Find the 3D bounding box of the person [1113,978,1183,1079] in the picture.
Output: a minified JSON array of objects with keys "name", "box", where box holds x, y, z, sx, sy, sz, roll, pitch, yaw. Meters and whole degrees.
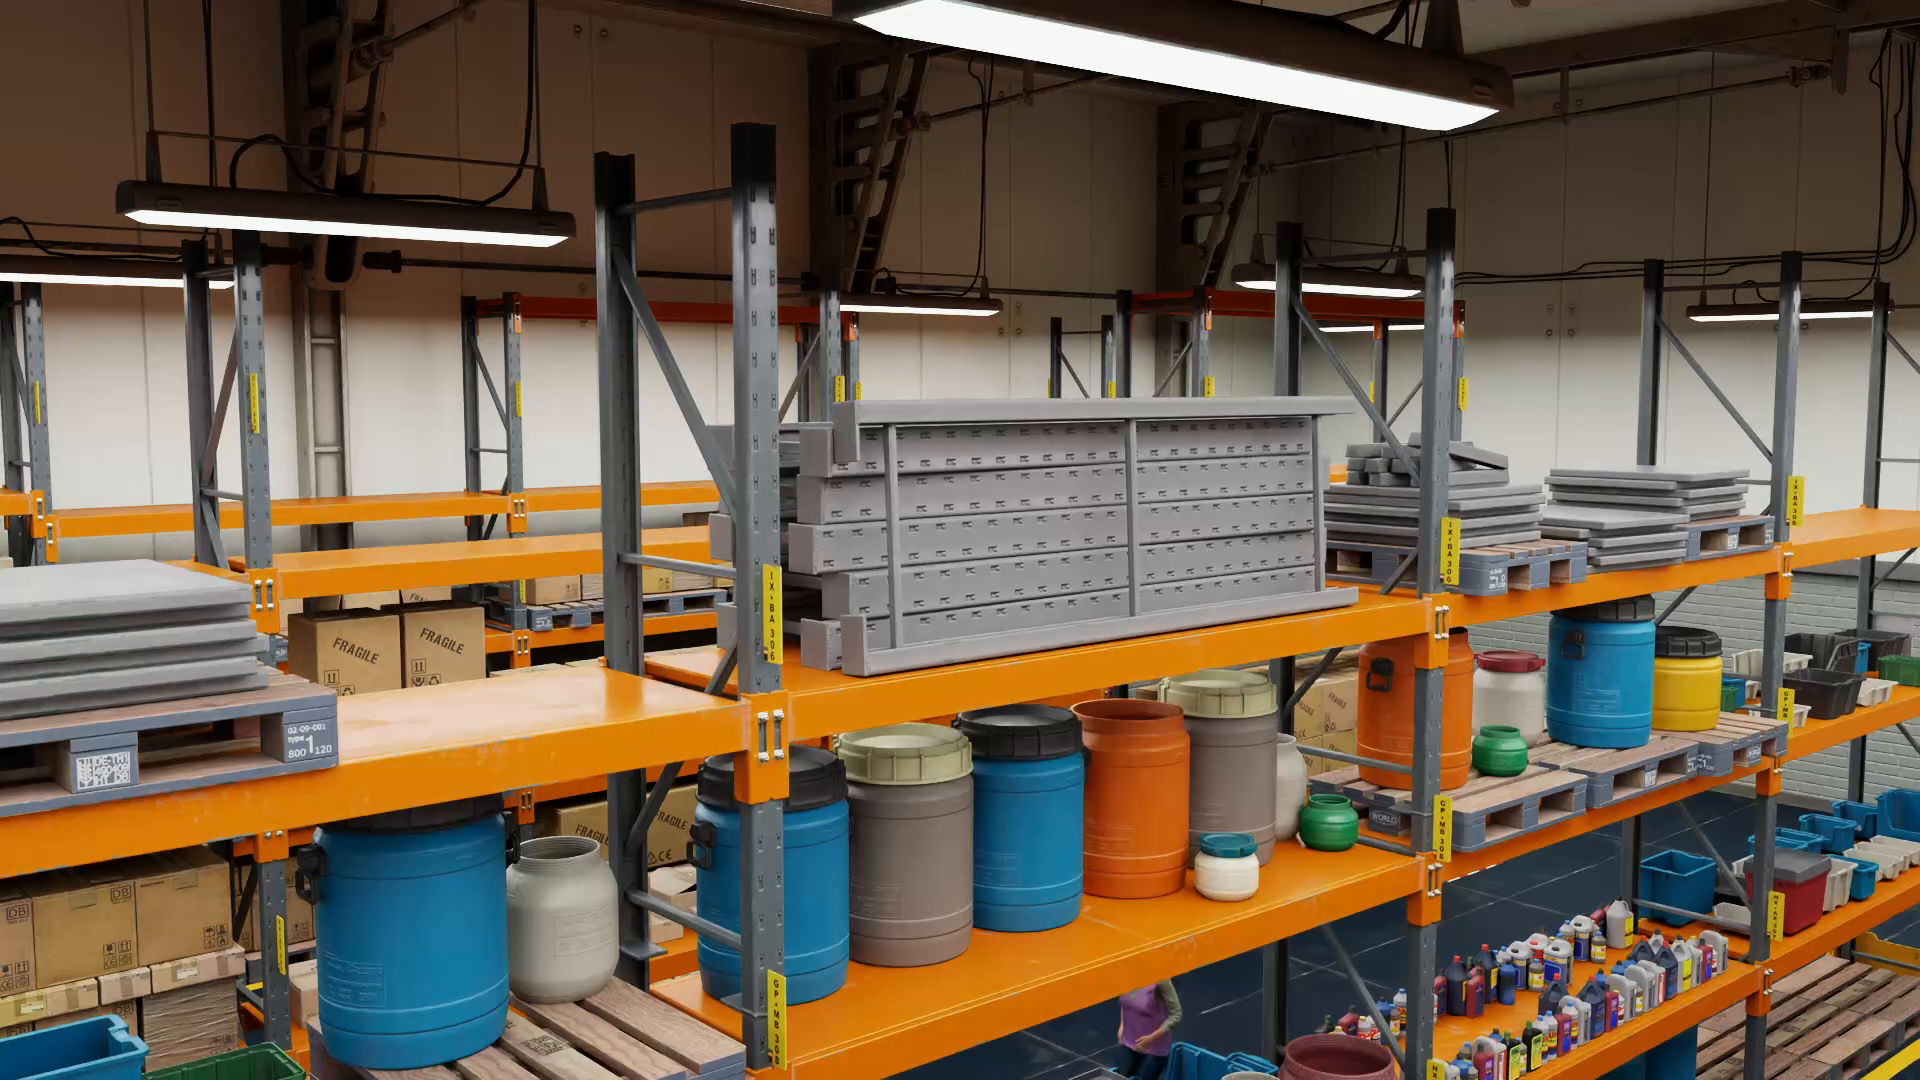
[{"name":"person","box":[1.242,3.366,11.045,0.552,1.544,0.533,5,8,45]}]
